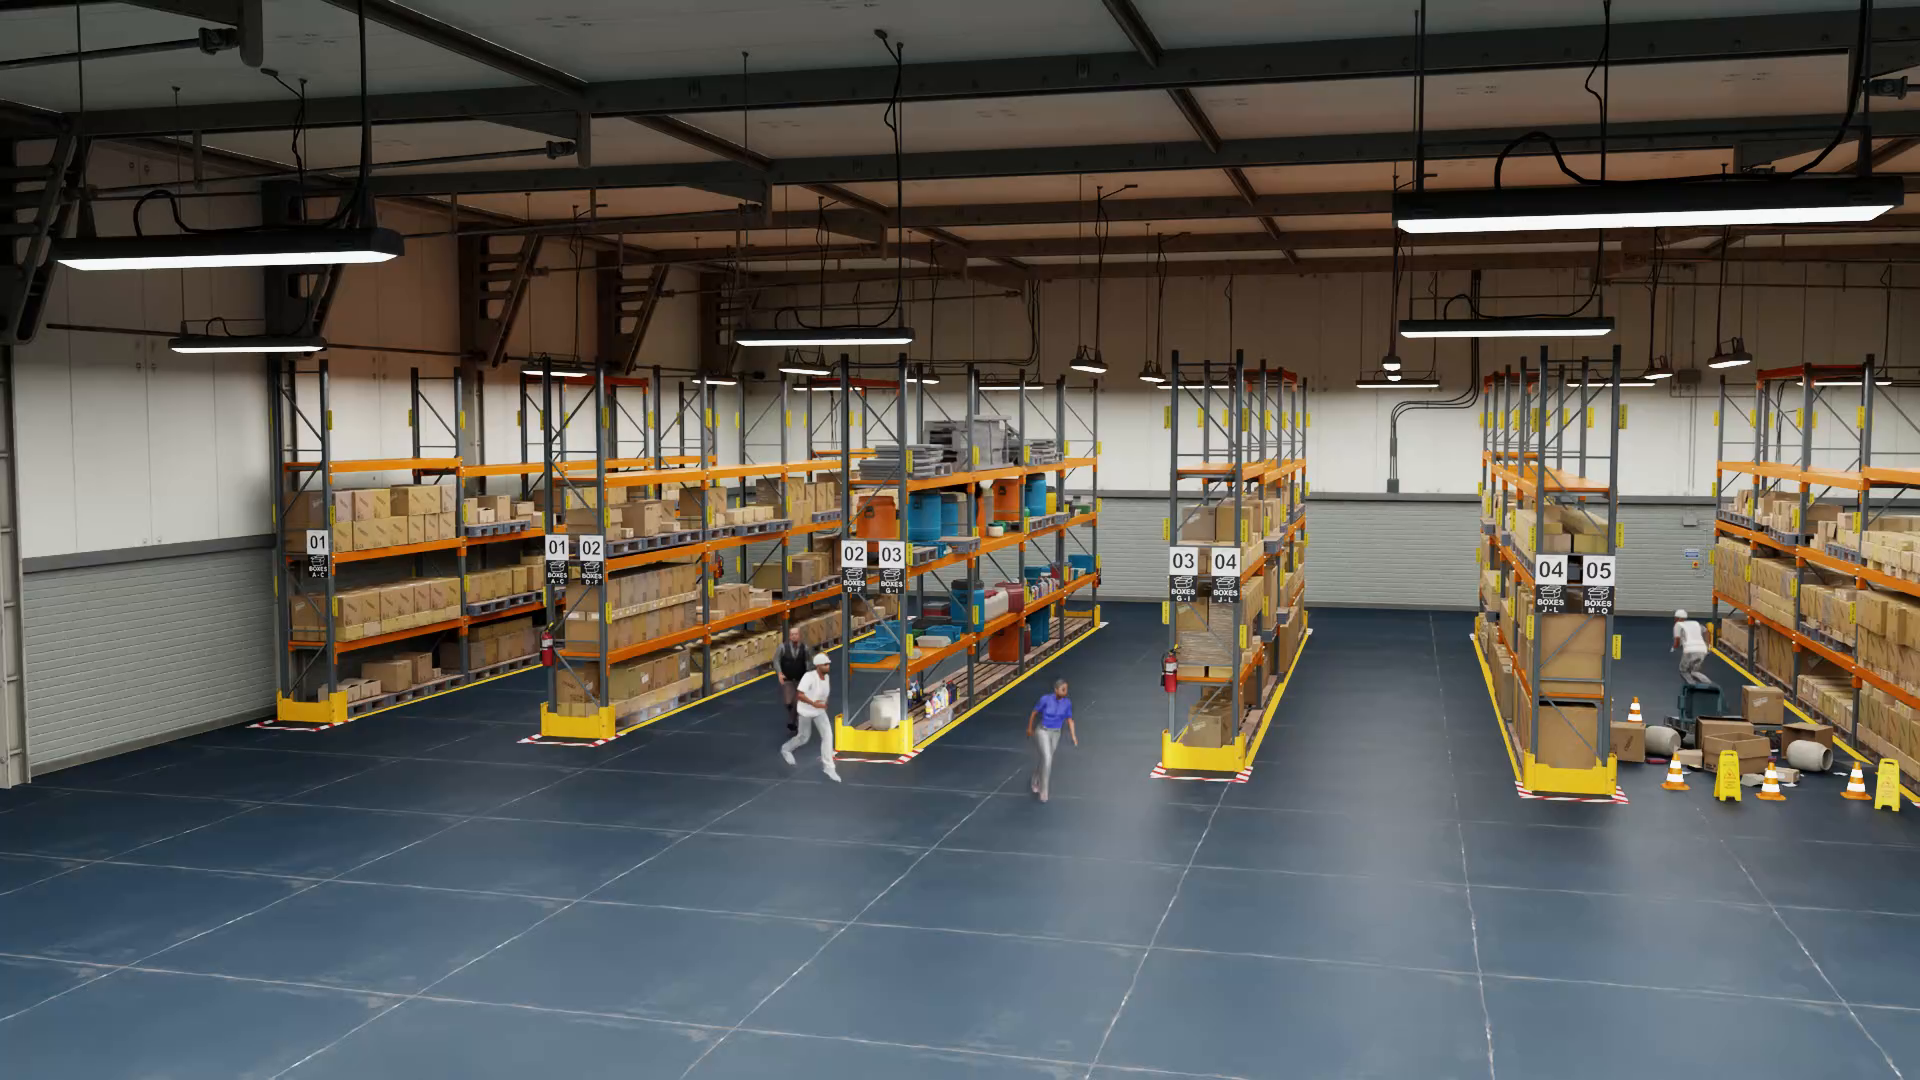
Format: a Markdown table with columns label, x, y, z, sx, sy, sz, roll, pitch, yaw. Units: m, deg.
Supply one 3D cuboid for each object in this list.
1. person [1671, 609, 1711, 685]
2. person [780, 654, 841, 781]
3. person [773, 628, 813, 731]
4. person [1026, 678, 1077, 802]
| label | x | y | z | sx | sy | sz | roll | pitch | yaw |
| --- | --- | --- | --- | --- | --- | --- | --- | --- | --- |
| person | 13.223 | 2.067 | 29.962 | 0.710 | 1.578 | 0.935 | -1 | 4 | -15 |
| person | -2.114 | 2.459 | 23.370 | 1.113 | 1.760 | 0.685 | 4 | 5 | 41 |
| person | -2.721 | 2.243 | 26.963 | 0.621 | 1.660 | 0.556 | -1 | 4 | -8 |
| person | 1.203 | 2.631 | 22.150 | 0.537 | 1.629 | 0.806 | -2 | 5 | -28 |
